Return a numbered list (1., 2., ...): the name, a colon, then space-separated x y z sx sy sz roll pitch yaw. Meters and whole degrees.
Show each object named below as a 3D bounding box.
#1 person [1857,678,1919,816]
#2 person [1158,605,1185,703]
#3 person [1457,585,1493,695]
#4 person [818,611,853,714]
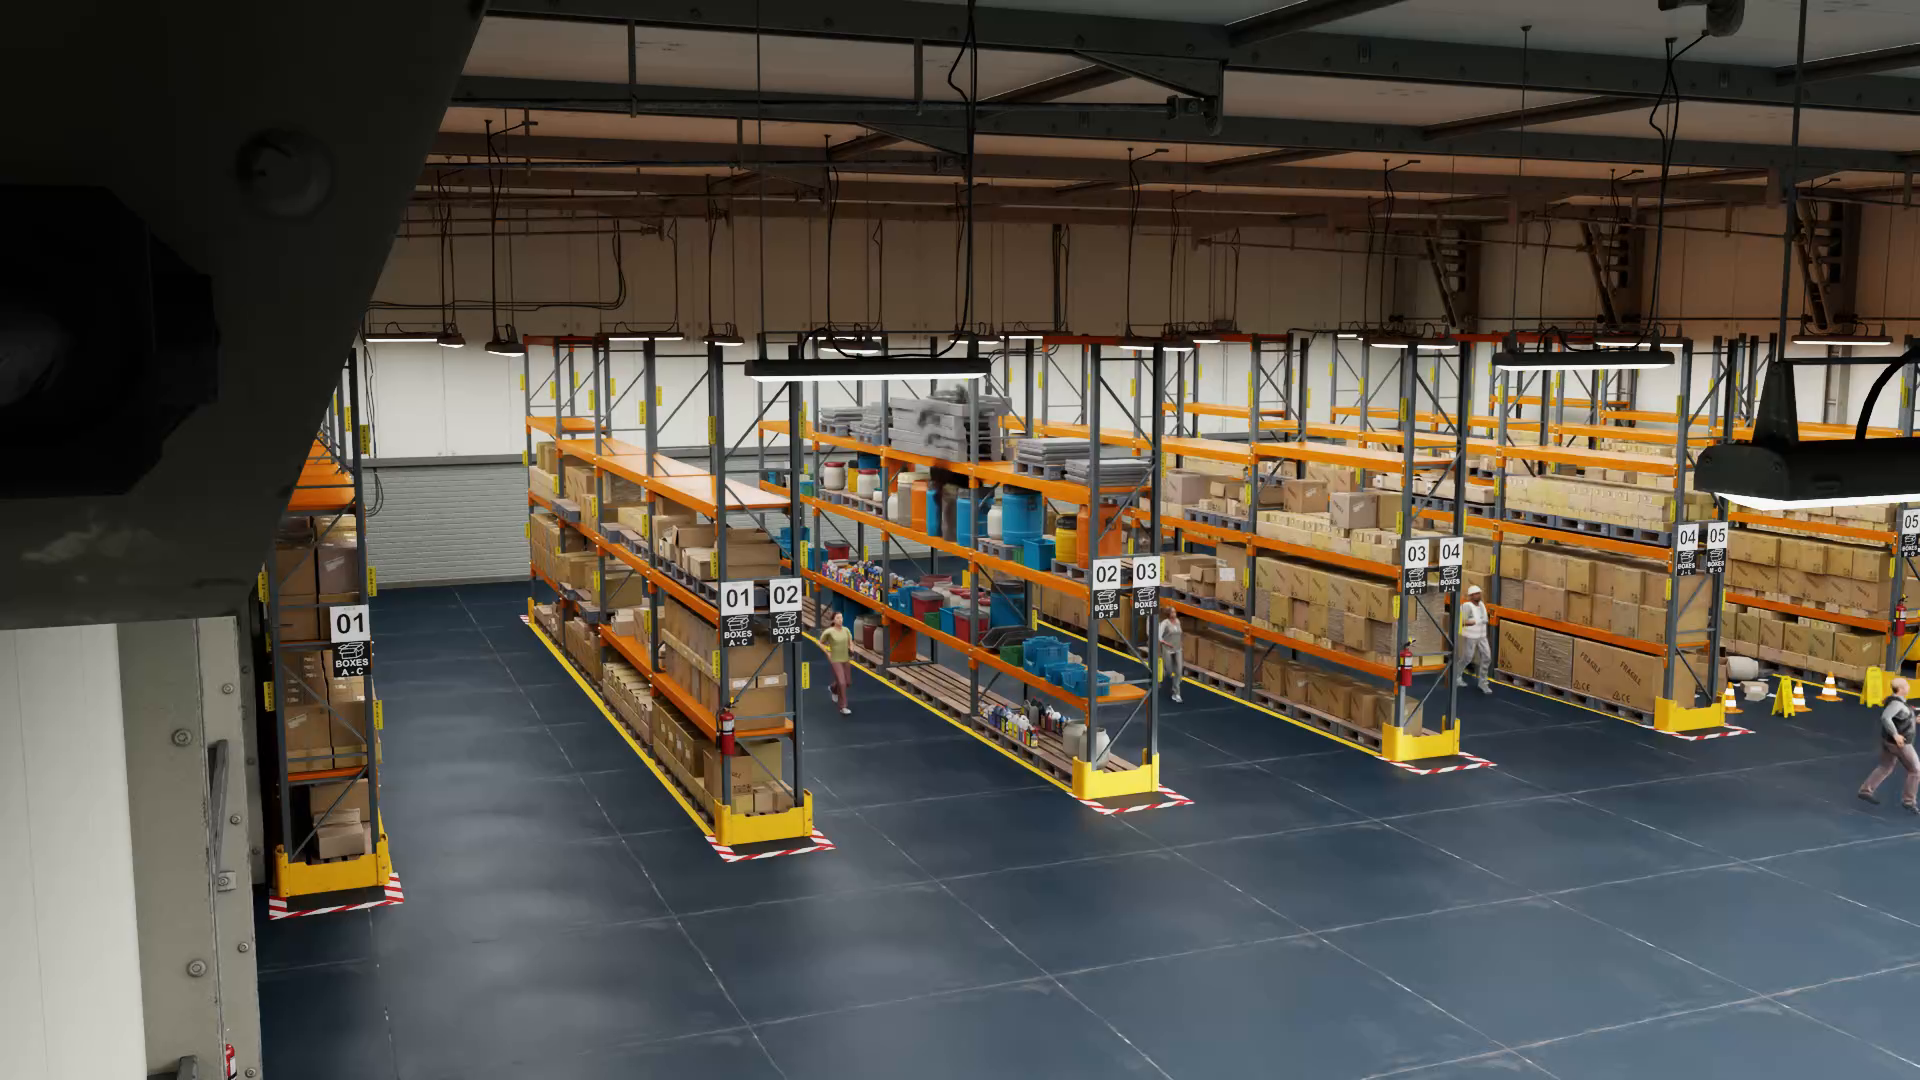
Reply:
1. person: 12.023 2.648 21.363 0.776 1.778 0.630 2 8 12
2. person: 3.506 1.875 27.778 0.549 1.595 0.770 -4 8 -25
3. person: 8.741 1.681 28.292 0.657 1.835 0.763 -4 9 -29
4. person: -1.978 1.955 26.863 0.589 1.635 0.802 -5 9 -32
